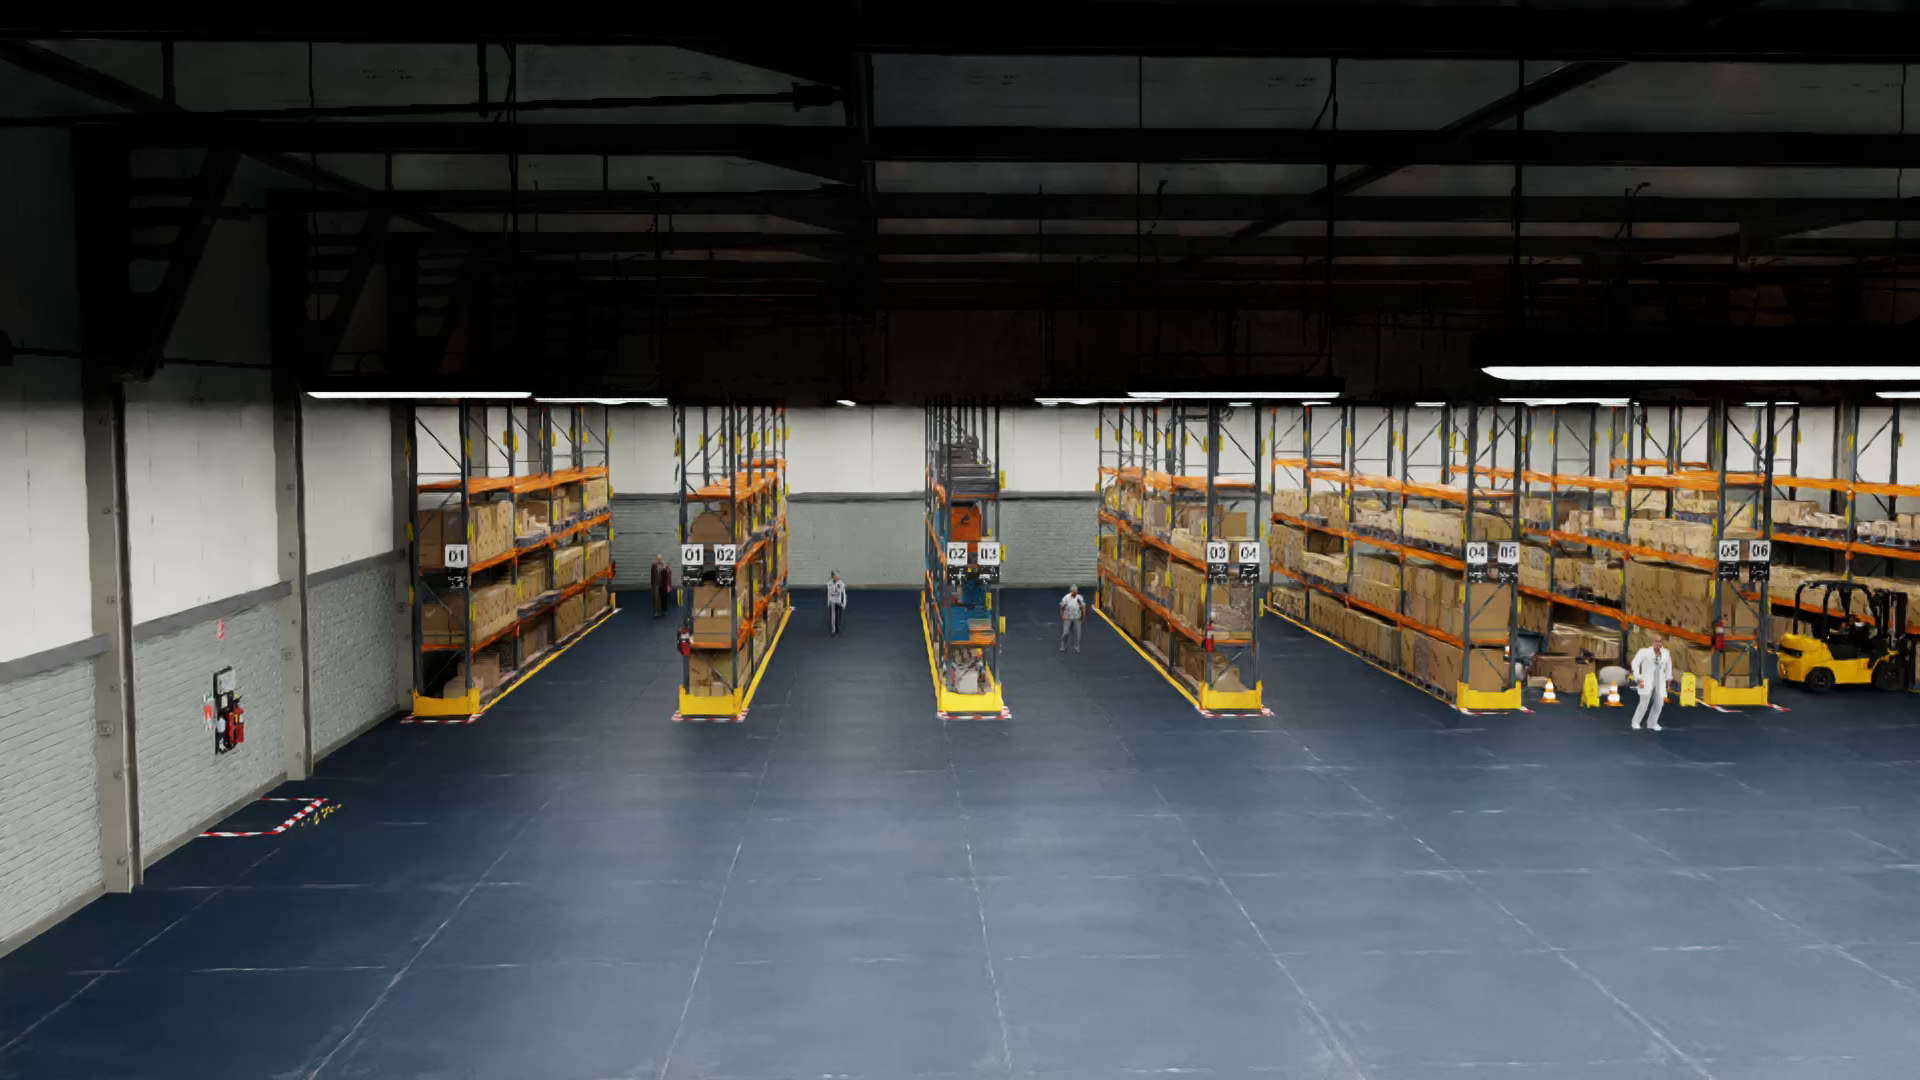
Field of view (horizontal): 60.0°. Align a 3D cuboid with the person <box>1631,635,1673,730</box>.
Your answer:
[{"bbox_3d":[12.297,2.557,29.589,0.729,1.601,0.538,0,5,-4],"label":"person"}]

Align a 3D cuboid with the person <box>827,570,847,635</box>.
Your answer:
[{"bbox_3d":[-3.134,1.565,42.273,0.502,1.625,0.997,0,5,-4],"label":"person"}]

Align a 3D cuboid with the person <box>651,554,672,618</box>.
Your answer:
[{"bbox_3d":[-8.217,1.248,45.705,0.600,1.725,1.111,0,5,-4],"label":"person"}]

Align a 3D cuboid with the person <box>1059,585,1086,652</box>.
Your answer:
[{"bbox_3d":[2.642,1.841,39.081,0.625,1.611,0.582,0,5,-4],"label":"person"}]
